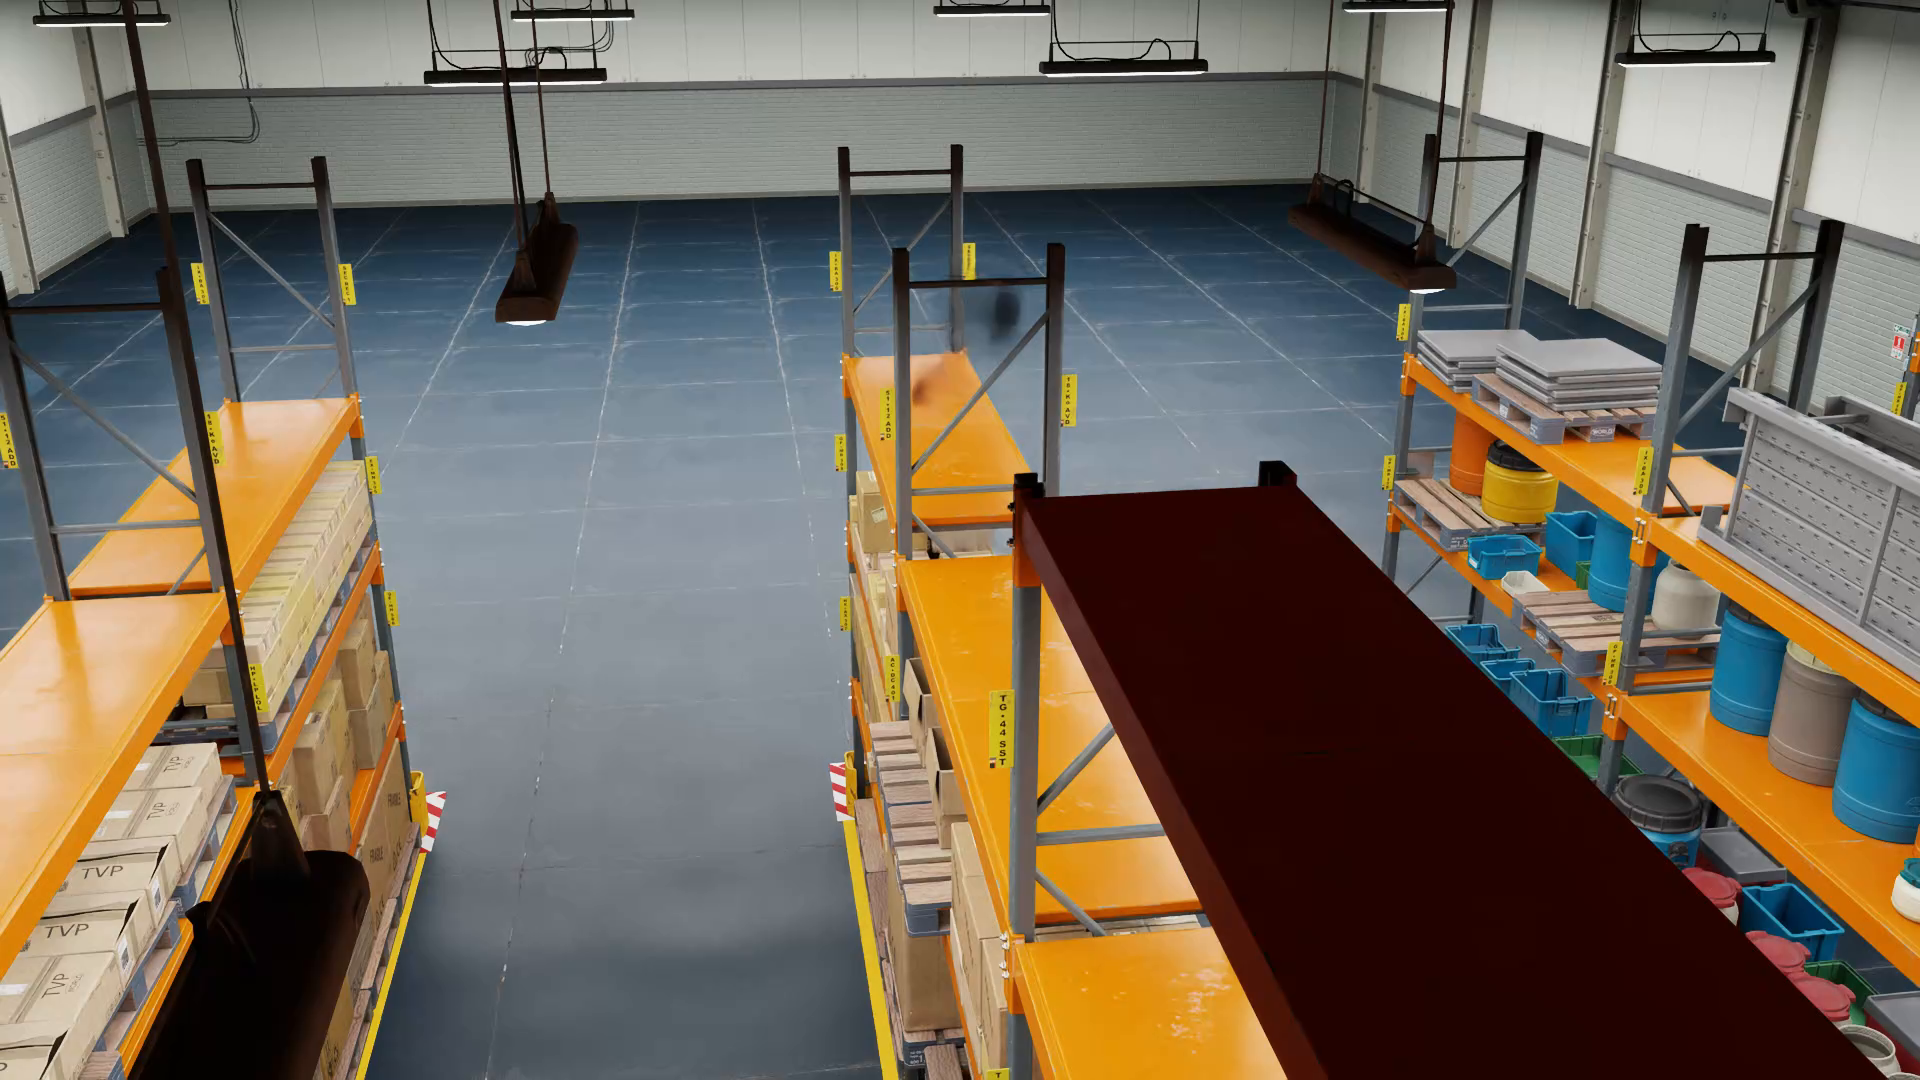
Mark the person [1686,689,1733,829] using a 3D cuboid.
[{"bbox_3d":[6.400,2.126,14.188,0.642,1.540,0.917,0,22,0],"label":"person"}]
